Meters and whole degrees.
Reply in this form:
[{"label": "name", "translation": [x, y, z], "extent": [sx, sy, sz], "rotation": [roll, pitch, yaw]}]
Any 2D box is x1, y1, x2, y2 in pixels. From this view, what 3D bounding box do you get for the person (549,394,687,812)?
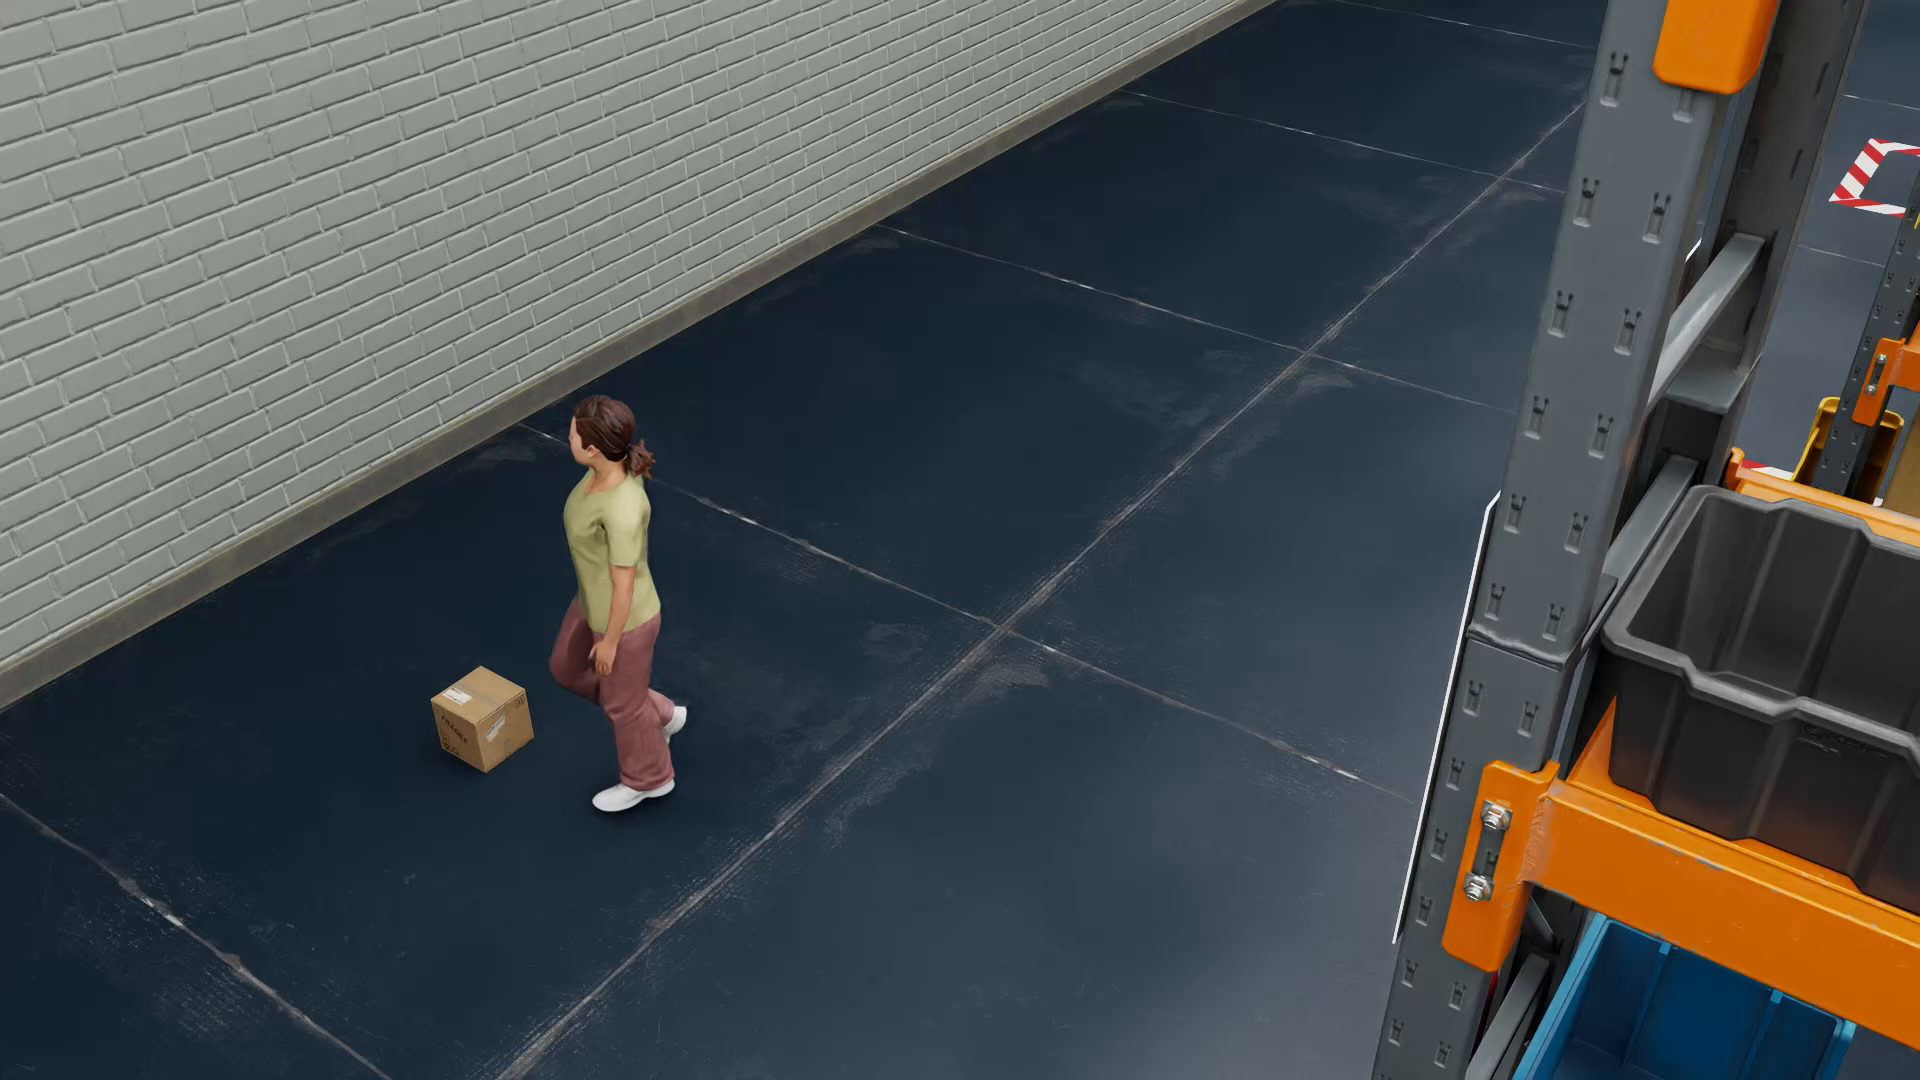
[{"label": "person", "translation": [-1.205, 0.249, 5.755], "extent": [0.462, 1.663, 0.458], "rotation": [-13, 37, -18]}]
